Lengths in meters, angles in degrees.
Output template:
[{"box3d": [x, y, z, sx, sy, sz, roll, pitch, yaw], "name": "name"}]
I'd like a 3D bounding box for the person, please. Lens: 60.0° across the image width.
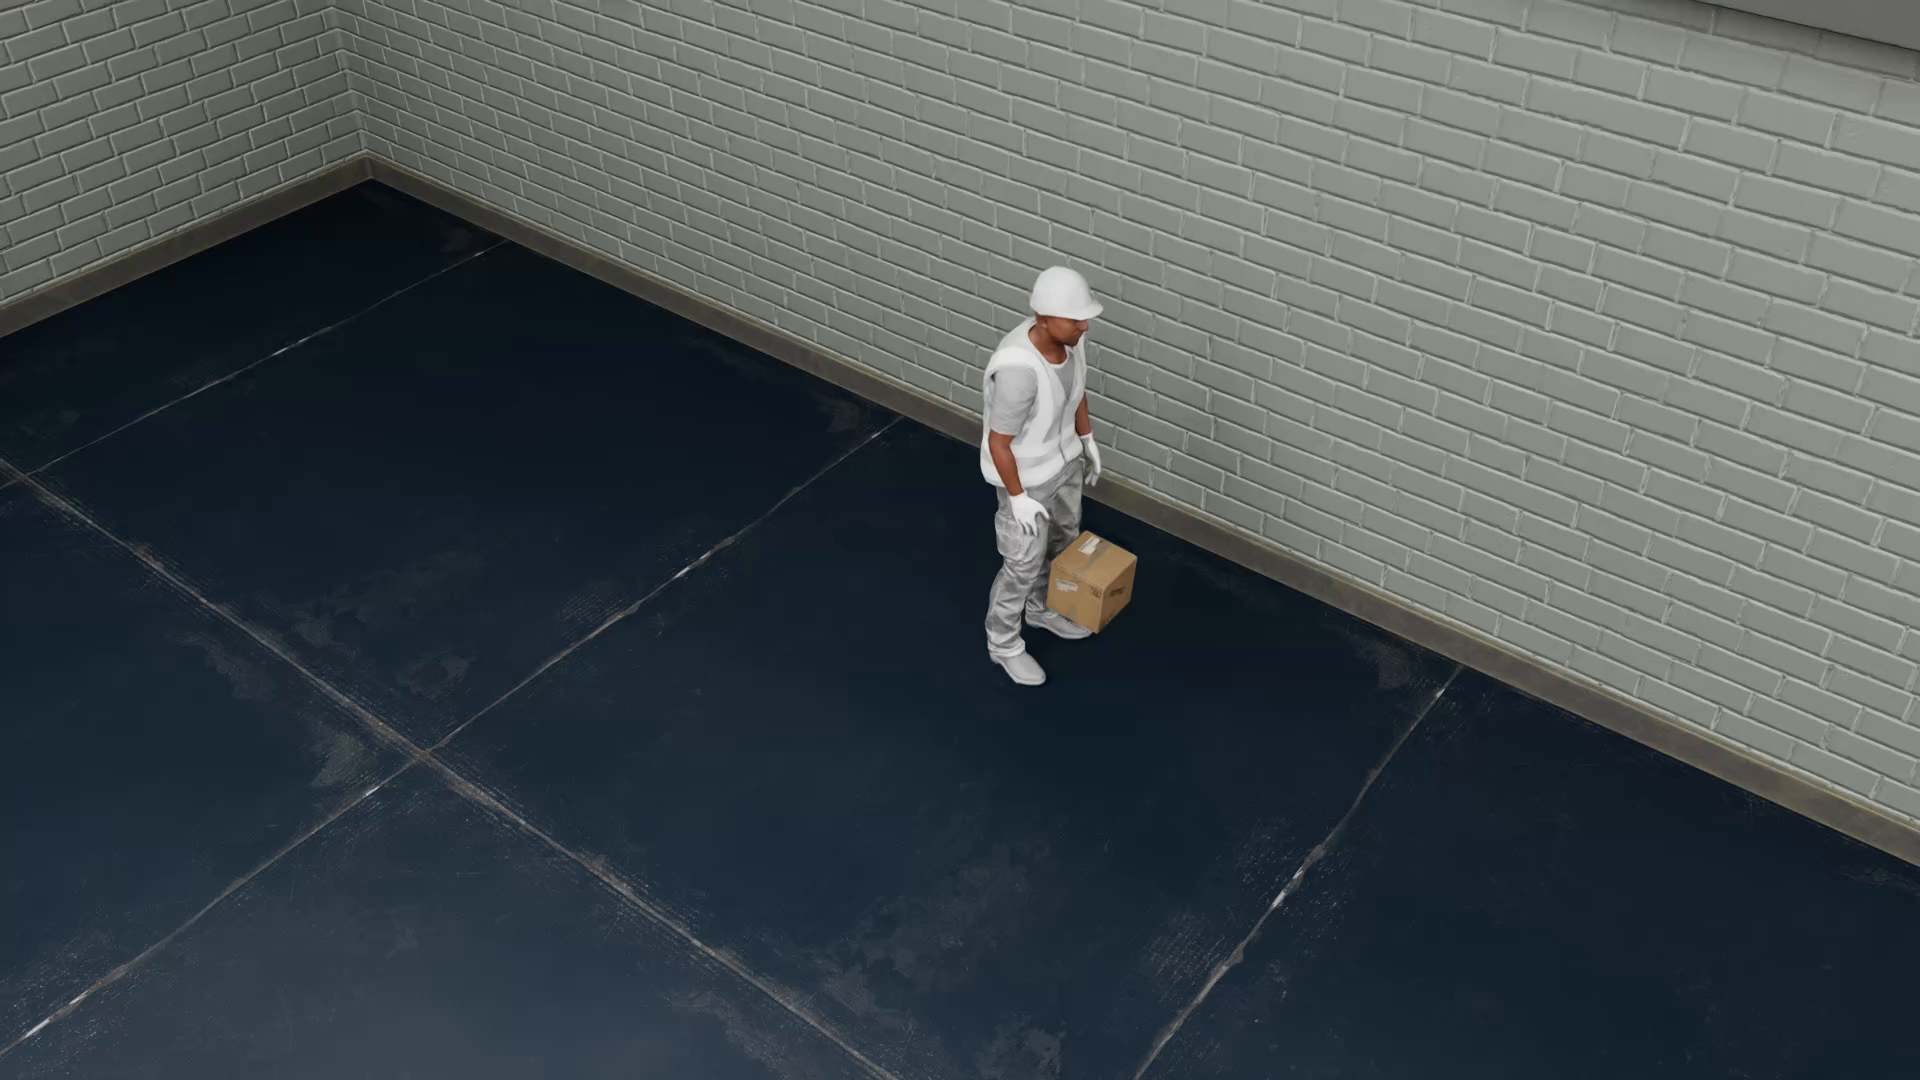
[{"box3d": [0.315, -0.275, 6.486, 0.422, 1.779, 0.581, 24, 44, 27], "name": "person"}]
